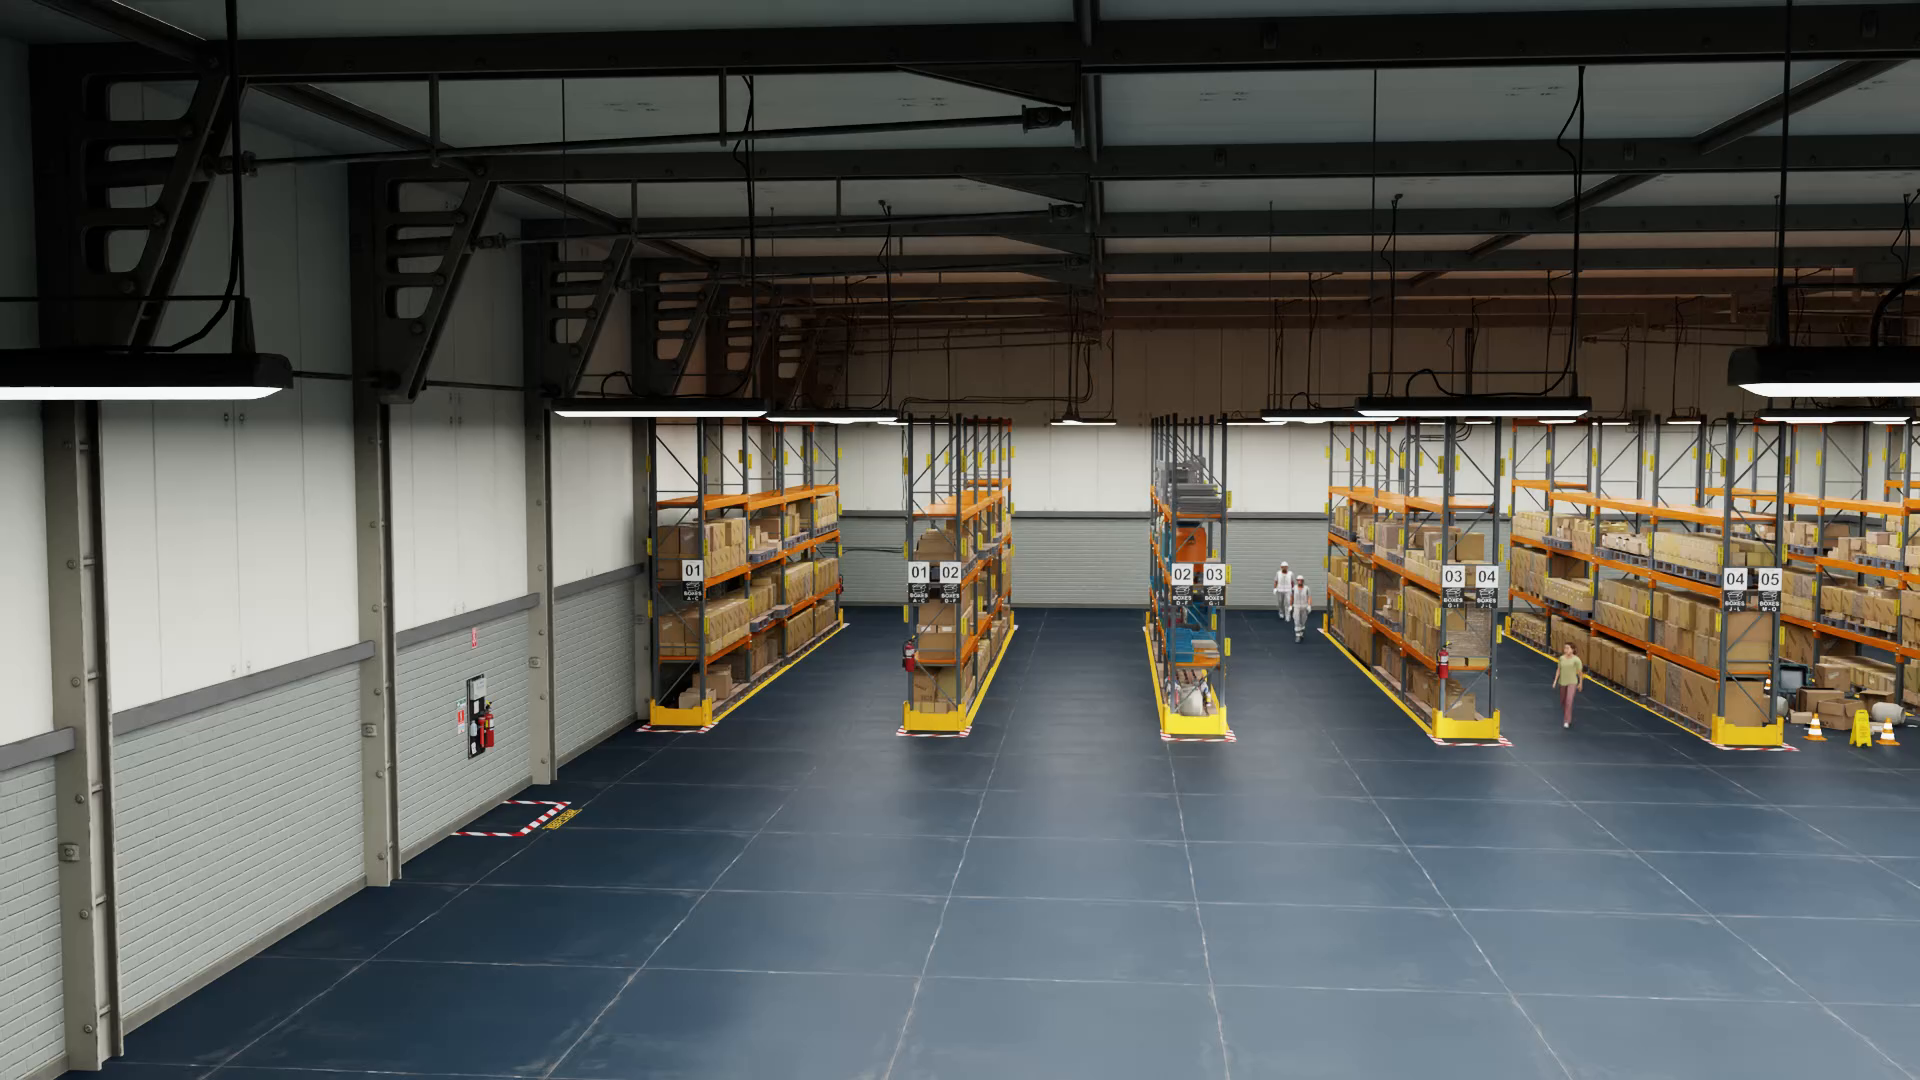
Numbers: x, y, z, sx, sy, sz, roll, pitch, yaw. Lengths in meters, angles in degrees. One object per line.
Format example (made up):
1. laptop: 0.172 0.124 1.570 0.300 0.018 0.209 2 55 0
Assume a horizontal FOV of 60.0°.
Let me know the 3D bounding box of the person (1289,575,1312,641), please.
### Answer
1. person: 9.161 1.817 44.721 0.584 1.724 1.034 0 4 7

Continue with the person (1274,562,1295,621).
1. person: 9.634 1.515 49.412 0.630 1.722 1.069 1 4 9

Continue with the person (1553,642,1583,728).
1. person: 11.678 2.751 31.909 0.512 1.615 1.066 2 5 33
